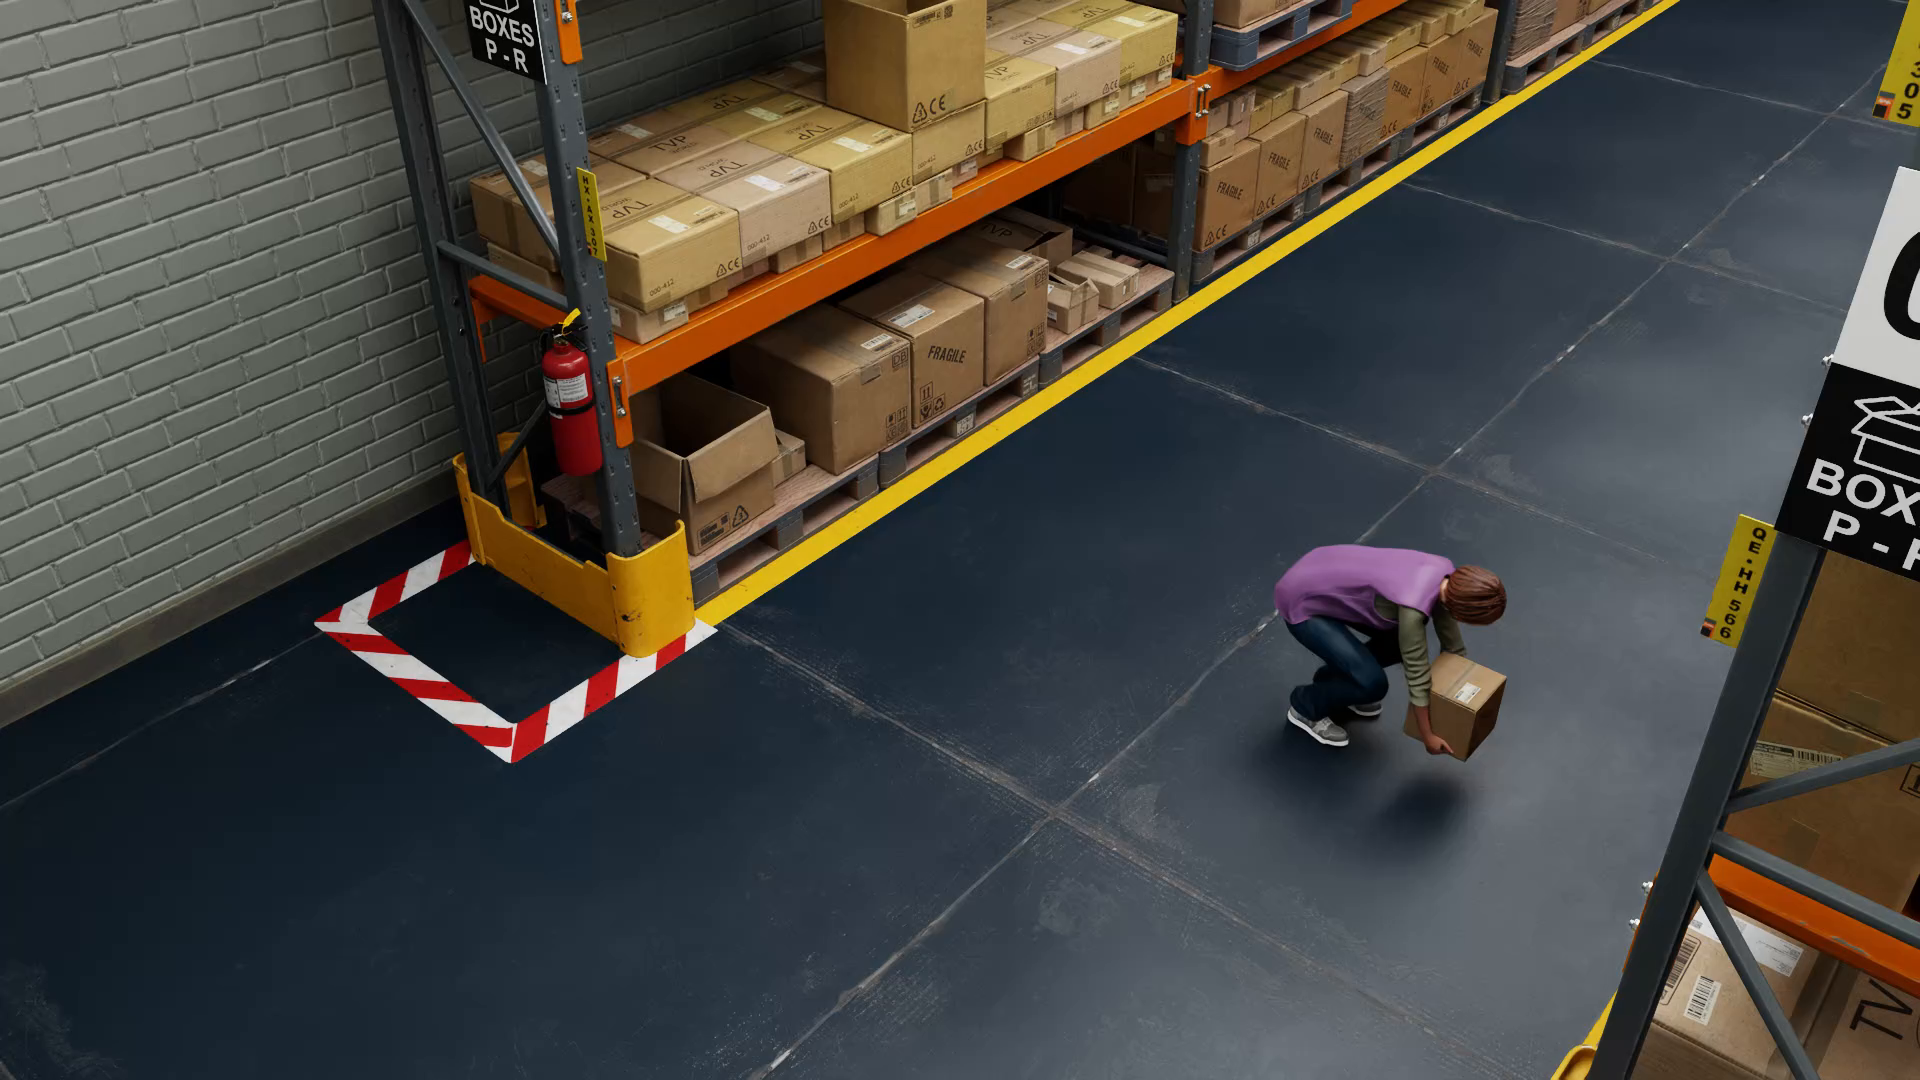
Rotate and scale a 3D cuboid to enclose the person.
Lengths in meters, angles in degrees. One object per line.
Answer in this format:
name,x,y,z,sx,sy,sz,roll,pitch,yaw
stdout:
person,1.569,0.388,6.231,0.834,0.880,0.428,24,42,30
